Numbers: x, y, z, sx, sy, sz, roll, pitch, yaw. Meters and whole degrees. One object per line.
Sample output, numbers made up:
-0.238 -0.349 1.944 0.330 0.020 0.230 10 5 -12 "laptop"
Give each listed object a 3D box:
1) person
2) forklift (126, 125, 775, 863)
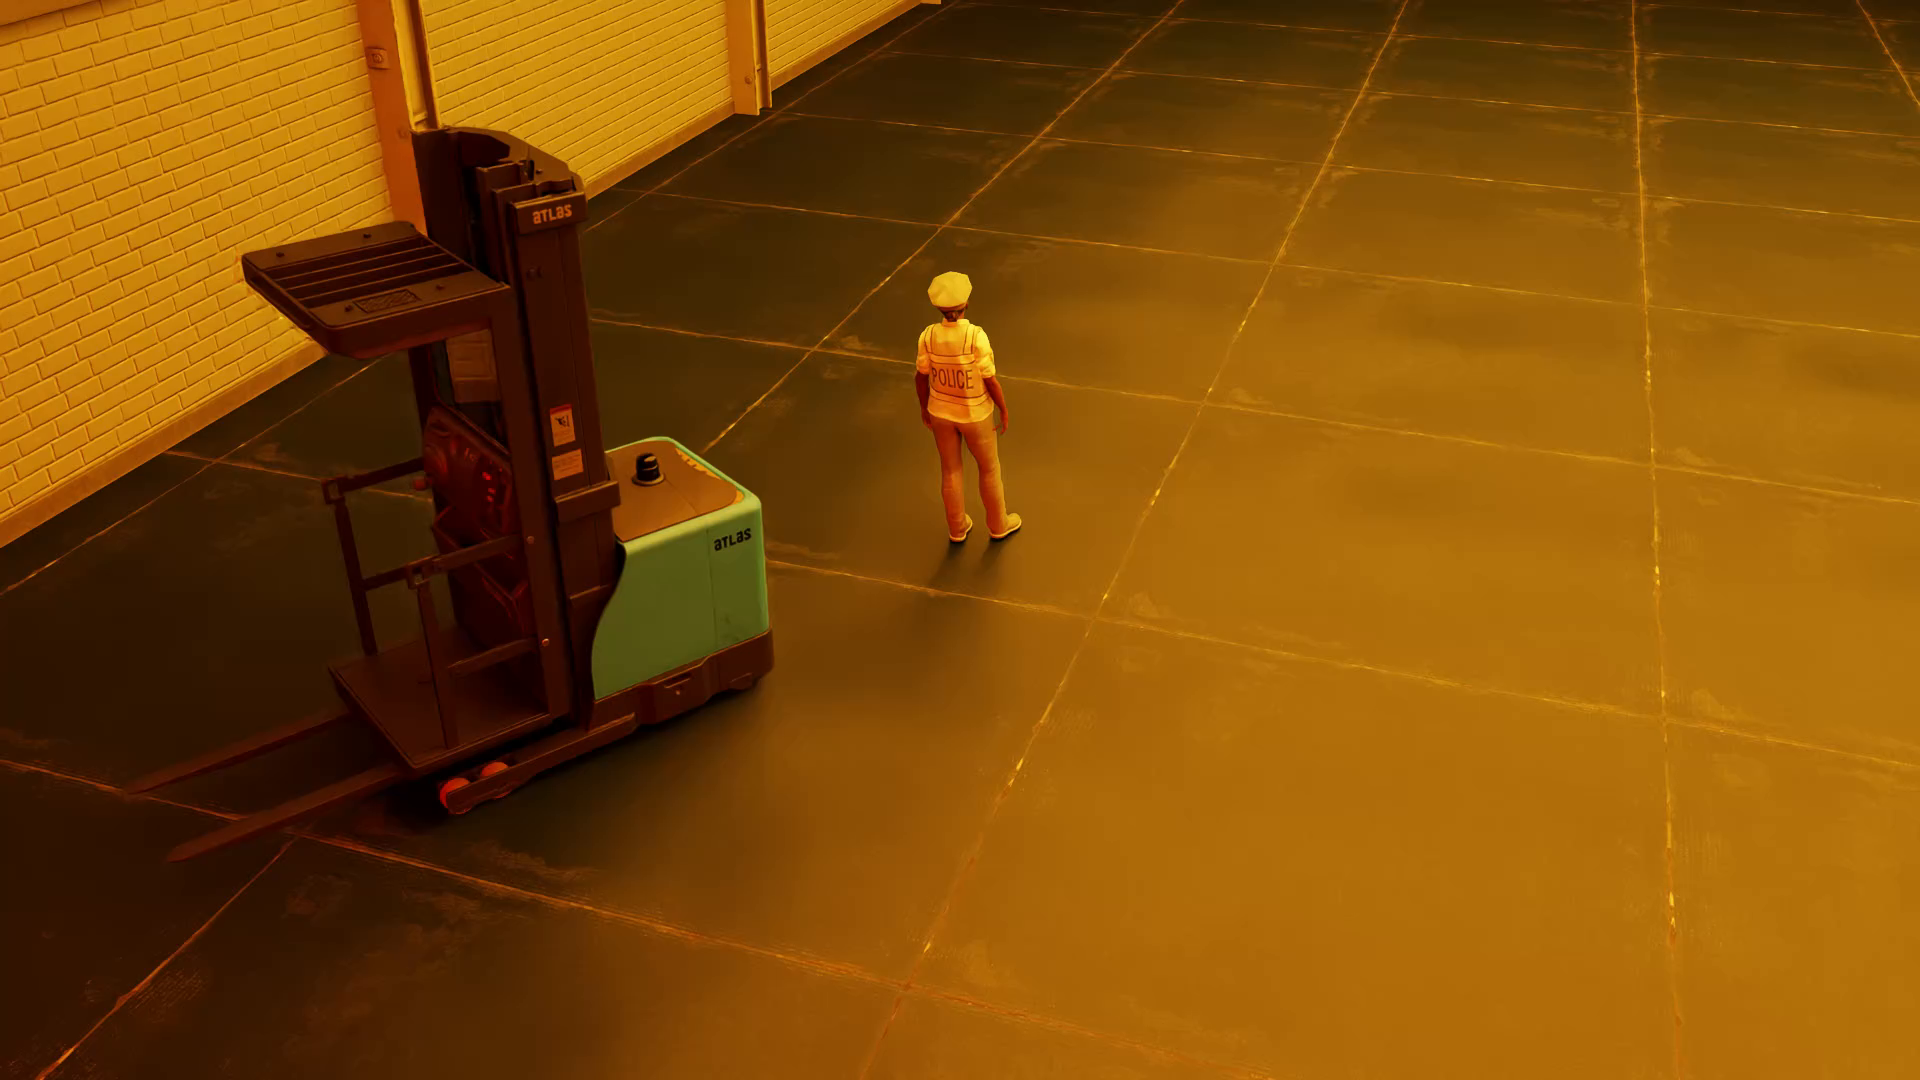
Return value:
0.043 -0.774 9.729 0.569 1.695 0.530 10 31 16 "person"
-2.448 -0.279 7.626 3.031 2.935 1.130 -22 36 -33 "forklift"
